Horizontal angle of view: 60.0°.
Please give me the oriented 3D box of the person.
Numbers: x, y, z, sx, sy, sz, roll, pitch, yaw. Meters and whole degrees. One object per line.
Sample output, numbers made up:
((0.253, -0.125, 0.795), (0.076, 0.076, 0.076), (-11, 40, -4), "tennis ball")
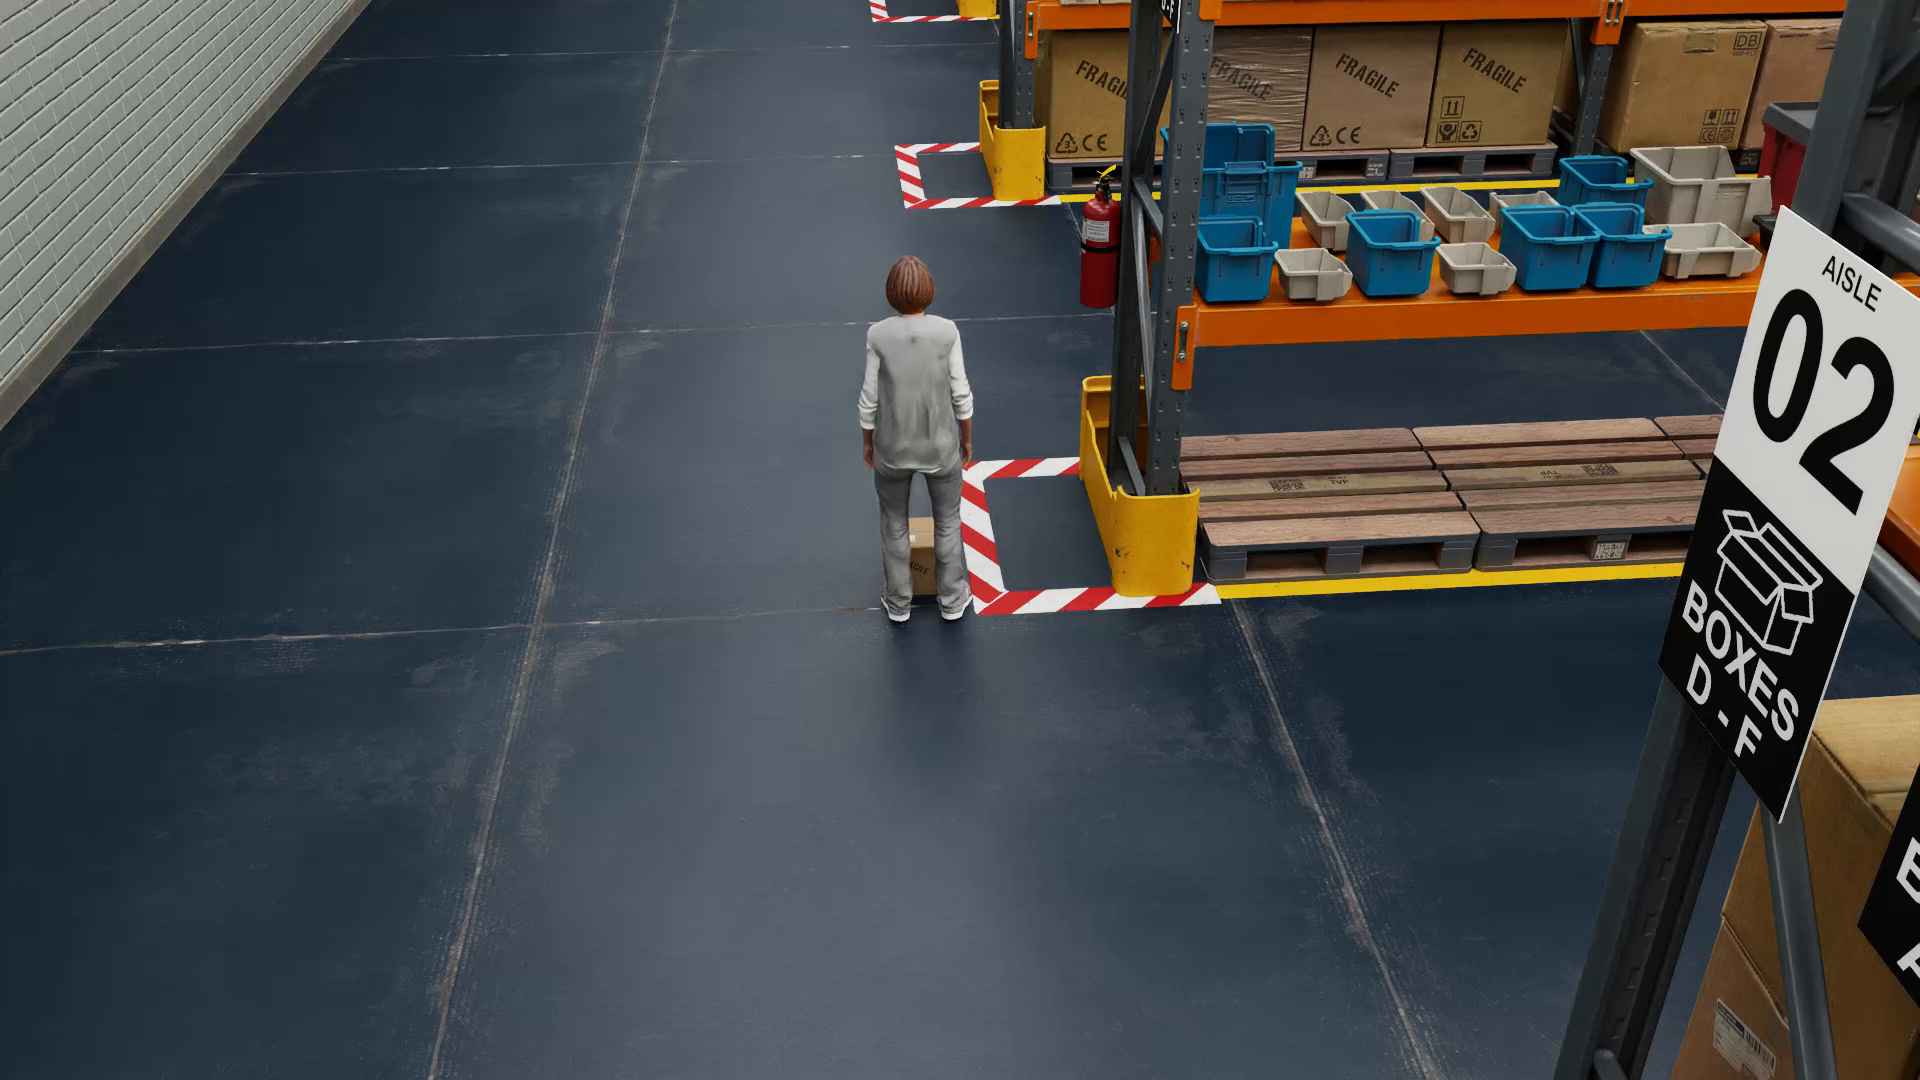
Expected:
((-0.171, -0.378, 6.762), (0.449, 1.591, 0.317), (-1, 32, -2), "person")
